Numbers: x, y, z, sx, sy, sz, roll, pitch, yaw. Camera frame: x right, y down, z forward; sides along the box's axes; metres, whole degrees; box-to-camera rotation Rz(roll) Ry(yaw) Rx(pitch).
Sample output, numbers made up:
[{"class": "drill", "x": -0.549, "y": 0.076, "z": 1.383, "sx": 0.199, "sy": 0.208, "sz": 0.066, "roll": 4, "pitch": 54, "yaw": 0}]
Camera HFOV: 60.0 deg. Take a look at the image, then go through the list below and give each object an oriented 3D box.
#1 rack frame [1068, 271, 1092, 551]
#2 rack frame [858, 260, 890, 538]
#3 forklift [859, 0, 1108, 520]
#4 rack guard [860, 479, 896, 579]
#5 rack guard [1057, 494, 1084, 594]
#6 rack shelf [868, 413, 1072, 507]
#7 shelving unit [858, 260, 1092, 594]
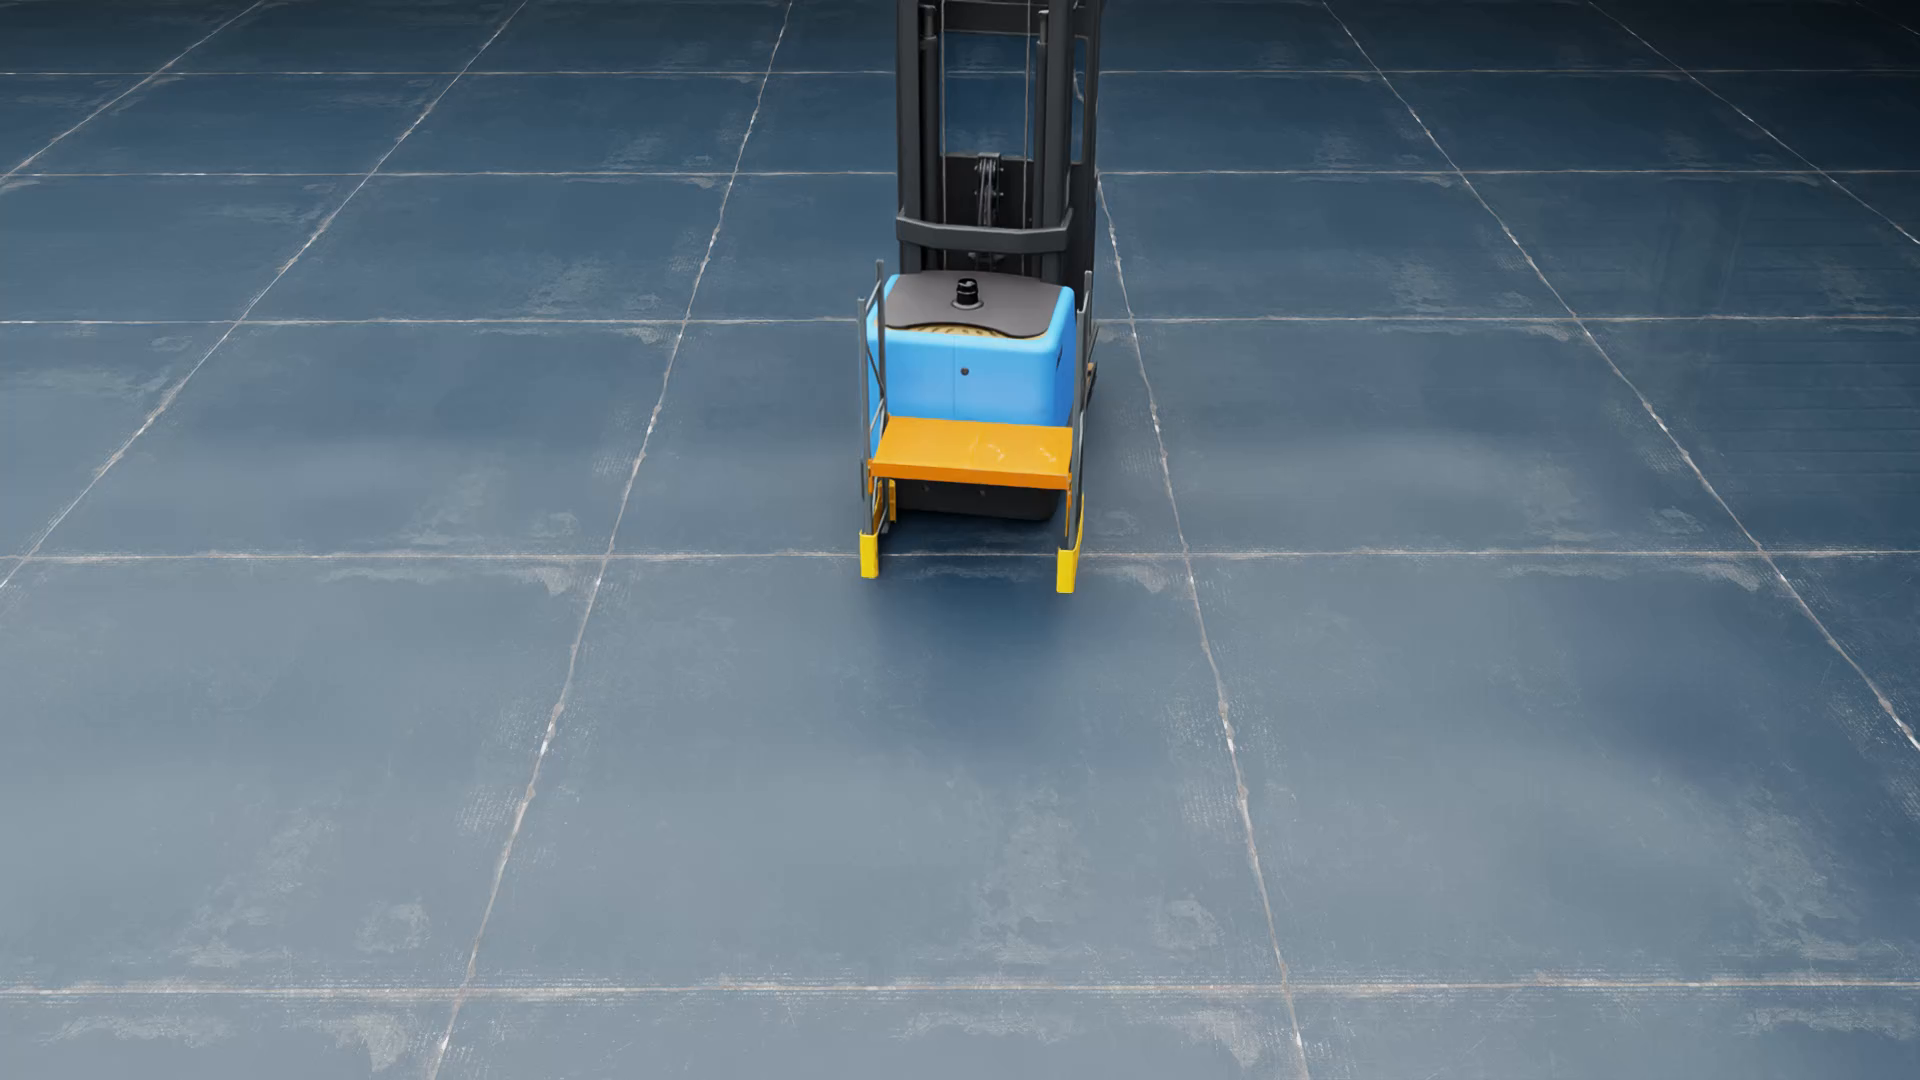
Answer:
[{"class": "rack frame", "x": 0.583, "y": -0.522, "z": 8.165, "sx": 0.032, "sy": 1.500, "sz": 0.500, "roll": 4, "pitch": 32, "yaw": 7}, {"class": "rack frame", "x": -0.423, "y": -0.597, "z": 8.289, "sx": 0.032, "sy": 1.500, "sz": 0.500, "roll": 4, "pitch": 32, "yaw": 7}, {"class": "forklift", "x": 0.242, "y": -2.107, "z": 9.398, "sx": 1.130, "sy": 2.935, "sz": 3.031, "roll": 5, "pitch": 32, "yaw": 9}, {"class": "rack guard", "x": -0.422, "y": -0.063, "z": 8.613, "sx": 0.087, "sy": 0.250, "sz": 0.587, "roll": 4, "pitch": 32, "yaw": 7}, {"class": "rack guard", "x": 0.564, "y": 0.010, "z": 8.492, "sx": 0.087, "sy": 0.250, "sz": 0.587, "roll": 4, "pitch": 32, "yaw": 7}, {"class": "rack shelf", "x": 0.080, "y": -0.406, "z": 8.320, "sx": 1.000, "sy": 0.185, "sz": 0.538, "roll": 4, "pitch": 32, "yaw": 7}, {"class": "shelving unit", "x": 0.071, "y": -0.561, "z": 8.228, "sx": 1.083, "sy": 1.500, "sz": 0.587, "roll": 4, "pitch": 32, "yaw": 7}]
